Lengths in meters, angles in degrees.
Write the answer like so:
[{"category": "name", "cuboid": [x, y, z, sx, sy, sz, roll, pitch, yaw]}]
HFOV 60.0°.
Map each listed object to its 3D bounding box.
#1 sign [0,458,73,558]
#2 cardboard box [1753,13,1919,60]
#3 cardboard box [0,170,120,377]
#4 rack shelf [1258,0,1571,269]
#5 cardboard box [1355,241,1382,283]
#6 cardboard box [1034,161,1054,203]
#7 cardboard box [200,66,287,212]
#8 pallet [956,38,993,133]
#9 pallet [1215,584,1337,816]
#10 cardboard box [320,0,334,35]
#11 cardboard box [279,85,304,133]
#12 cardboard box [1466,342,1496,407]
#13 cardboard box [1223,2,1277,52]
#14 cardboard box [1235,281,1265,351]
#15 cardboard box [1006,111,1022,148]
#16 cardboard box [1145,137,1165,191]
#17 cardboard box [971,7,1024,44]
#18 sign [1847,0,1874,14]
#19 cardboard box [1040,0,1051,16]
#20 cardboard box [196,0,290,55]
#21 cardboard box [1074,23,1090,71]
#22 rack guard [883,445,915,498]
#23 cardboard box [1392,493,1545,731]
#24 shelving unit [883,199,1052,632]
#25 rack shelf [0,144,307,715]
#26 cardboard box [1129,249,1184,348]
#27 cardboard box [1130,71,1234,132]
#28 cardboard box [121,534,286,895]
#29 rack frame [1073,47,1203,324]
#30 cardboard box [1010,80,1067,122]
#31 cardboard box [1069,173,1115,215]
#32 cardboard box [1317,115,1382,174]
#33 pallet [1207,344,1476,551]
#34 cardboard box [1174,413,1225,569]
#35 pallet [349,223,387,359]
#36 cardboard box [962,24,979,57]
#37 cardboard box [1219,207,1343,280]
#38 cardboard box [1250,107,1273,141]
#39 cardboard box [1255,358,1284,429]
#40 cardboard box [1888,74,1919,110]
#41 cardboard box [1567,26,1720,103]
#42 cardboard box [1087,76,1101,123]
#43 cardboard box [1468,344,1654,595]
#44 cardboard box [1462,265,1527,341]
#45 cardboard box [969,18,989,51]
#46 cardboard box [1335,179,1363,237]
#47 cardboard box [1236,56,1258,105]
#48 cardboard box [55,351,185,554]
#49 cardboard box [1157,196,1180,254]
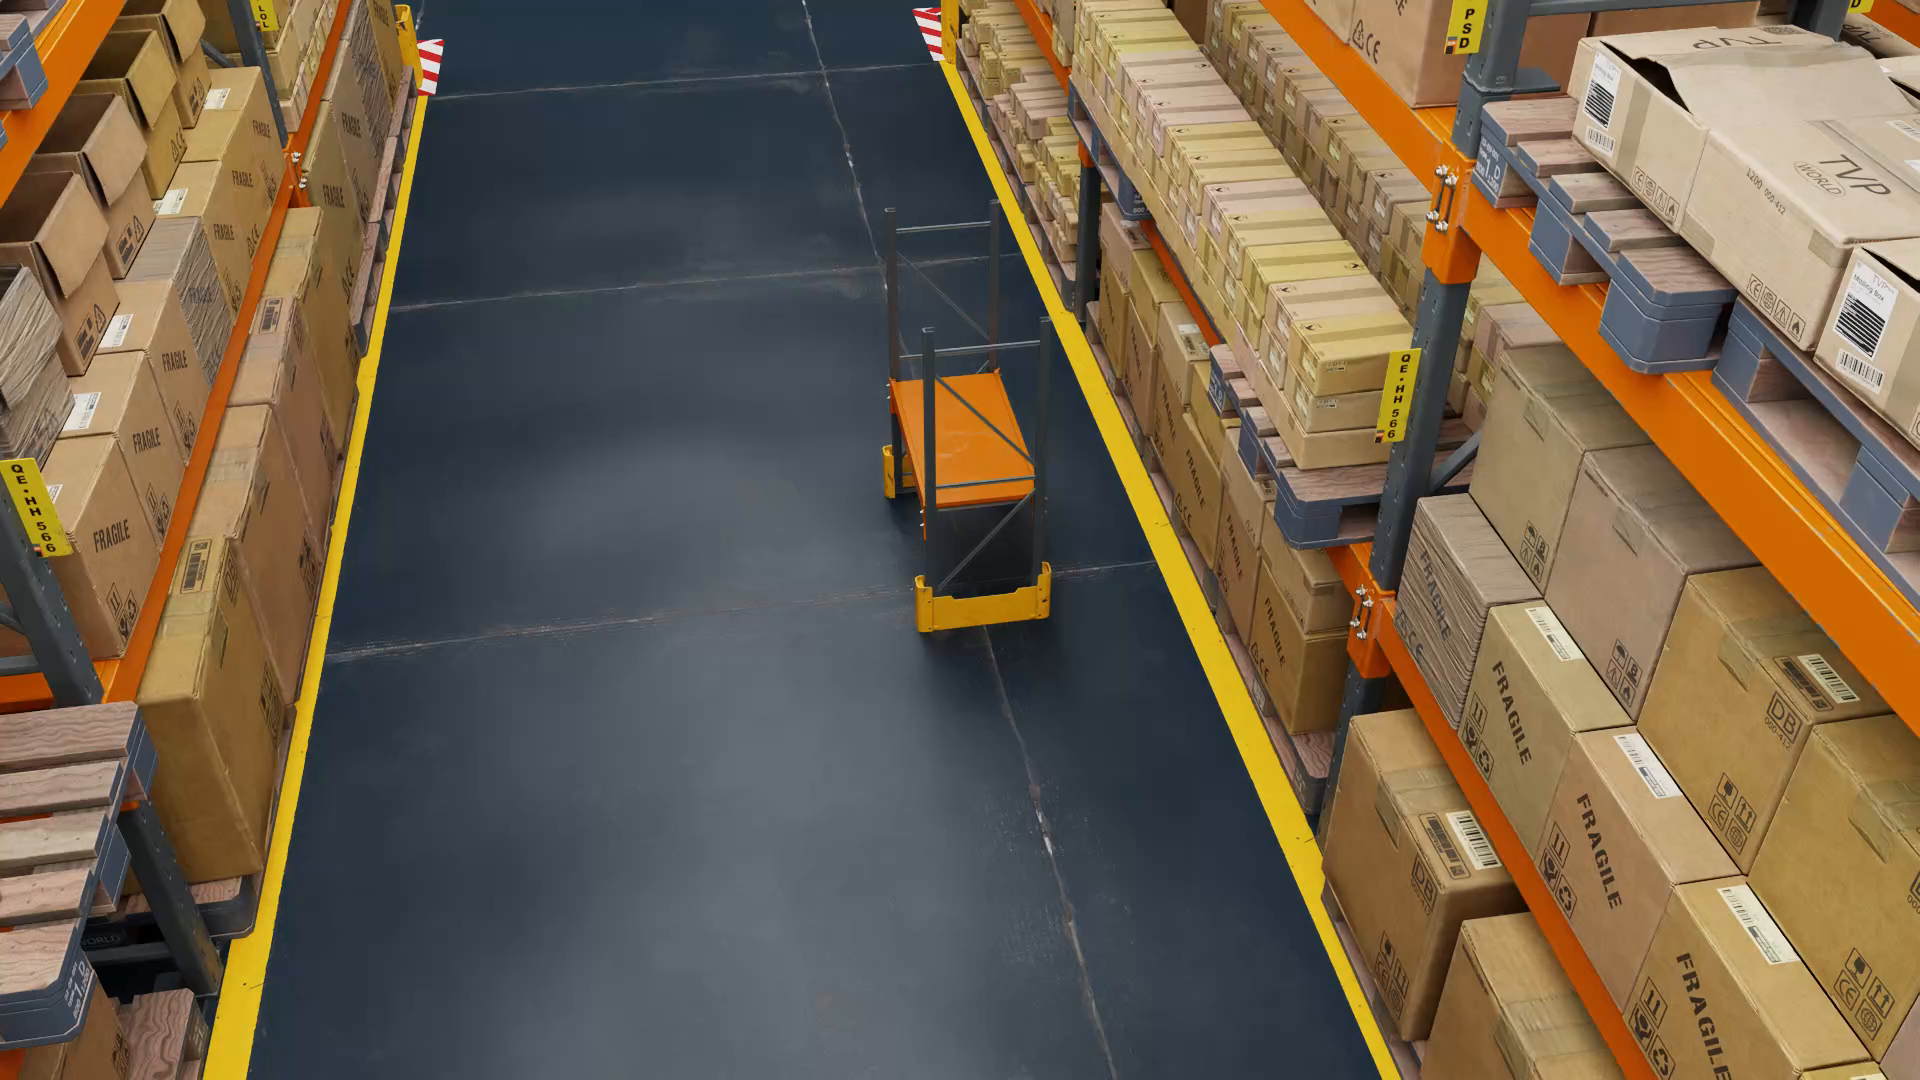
[{"category": "sign", "cuboid": [-2.523, -0.085, 4.535, 0.100, 0.325, 0.005, -6, 38, -8]}, {"category": "cardboard box", "cuboid": [5.837, -3.162, 11.121, 0.875, 0.438, 0.875, -7, 38, -9]}, {"category": "cardboard box", "cuboid": [-3.280, -0.868, 5.523, 0.797, 0.503, 0.637, -5, 38, -7]}, {"category": "rack shelf", "cuboid": [1.494, -2.176, 6.247, 1.077, 0.370, 4.000, -6, 38, -8]}, {"category": "cardboard box", "cuboid": [1.773, -1.074, 6.550, 0.380, 0.149, 0.250, -5, 38, -6]}, {"category": "cardboard box", "cuboid": [0.652, -2.119, 9.771, 0.380, 0.149, 0.250, -7, 38, -10]}, {"category": "cardboard box", "cuboid": [-3.406, -1.797, 7.537, 0.500, 0.500, 0.500, -6, 38, -8]}, {"category": "pallet", "cuboid": [0.563, -3.257, 11.771, 1.003, 0.211, 1.213, -6, 38, -8]}, {"category": "pallet", "cuboid": [1.709, 0.562, 6.855, 1.003, 0.211, 1.213, -6, 38, -8]}, {"category": "cardboard box", "cuboid": [-3.709, -2.909, 9.254, 0.380, 0.149, 0.250, -6, 38, -7]}, {"category": "cardboard box", "cuboid": [-3.482, -2.126, 8.246, 0.380, 0.149, 0.250, -6, 38, -8]}, {"category": "cardboard box", "cuboid": [1.958, -0.565, 5.652, 0.380, 0.149, 0.250, -5, 38, -6]}, {"category": "cardboard box", "cuboid": [1.454, -2.401, 7.773, 0.380, 0.149, 0.250, -7, 38, -9]}, {"category": "cardboard box", "cuboid": [1.213, -0.820, 5.981, 0.380, 0.149, 0.250, -5, 38, -7]}, {"category": "cardboard box", "cuboid": [0.504, -2.655, 10.704, 0.380, 0.149, 0.250, -6, 38, -8]}, {"category": "cardboard box", "cuboid": [0.995, -1.588, 6.969, 0.380, 0.149, 0.250, -7, 38, -9]}, {"category": "cardboard box", "cuboid": [0.285, -3.502, 11.309, 0.380, 0.149, 0.250, -6, 38, -8]}, {"category": "sign", "cuboid": [2.393, -1.542, 4.359, 0.100, 0.325, 0.005, -6, 38, -8]}, {"category": "cardboard box", "cuboid": [0.691, -3.216, 9.120, 0.500, 0.500, 0.500, -7, 38, -9]}, {"category": "cardboard box", "cuboid": [-3.589, -2.682, 8.026, 0.500, 0.500, 0.500, -6, 38, -8]}, {"category": "cardboard box", "cuboid": [0.760, -2.380, 7.988, 0.380, 0.149, 0.250, -6, 38, -7]}, {"category": "rack guard", "cuboid": [-0.074, -0.353, 8.001, 0.587, 0.250, 0.087, -6, 38, -8]}, {"category": "cardboard box", "cuboid": [1.658, 0.194, 4.974, 0.500, 0.500, 0.500, -6, 38, -7]}, {"category": "shelving unit", "cuboid": [0.013, -0.546, 7.231, 0.587, 1.500, 1.083, -6, 38, -8]}, {"category": "rack shelf", "cuboid": [-3.406, -0.519, 6.559, 1.077, 0.370, 4.000, -6, 38, -8]}, {"category": "cardboard box", "cuboid": [1.109, -1.162, 7.884, 0.500, 0.250, 0.500, -5, 38, -7]}, {"category": "cardboard box", "cuboid": [0.944, -1.869, 7.088, 0.380, 0.149, 0.250, -7, 38, -8]}, {"category": "cardboard box", "cuboid": [-3.156, 0.660, 5.846, 1.225, 0.875, 0.875, -8, 39, -10]}, {"category": "rack frame", "cuboid": [1.144, -2.483, 8.501, 1.000, 3.000, 0.127, -6, 38, -8]}, {"category": "cardboard box", "cuboid": [0.524, -2.725, 10.309, 0.380, 0.149, 0.250, -8, 38, -10]}, {"category": "cardboard box", "cuboid": [0.825, -1.945, 9.305, 0.380, 0.149, 0.250, -5, 38, -7]}, {"category": "cardboard box", "cuboid": [1.683, -1.613, 6.759, 0.380, 0.149, 0.250, -7, 38, -9]}, {"category": "pallet", "cuboid": [1.615, -0.410, 5.990, 1.213, 0.211, 1.003, -6, 38, -8]}, {"category": "cardboard box", "cuboid": [1.276, -0.247, 7.318, 0.500, 0.500, 0.500, -8, 39, -10]}, {"category": "pallet", "cuboid": [-3.813, -1.377, 9.351, 1.003, 0.211, 1.213, -6, 38, -8]}, {"category": "cardboard box", "cuboid": [0.219, -3.588, 11.905, 0.380, 0.149, 0.250, -5, 38, -7]}, {"category": "cardboard box", "cuboid": [1.170, -1.086, 6.081, 0.380, 0.149, 0.250, -5, 38, -7]}, {"category": "cardboard box", "cuboid": [1.540, -1.872, 7.577, 0.380, 0.149, 0.250, -8, 39, -10]}, {"category": "cardboard box", "cuboid": [1.264, -0.532, 5.853, 0.380, 0.149, 0.250, -6, 38, -8]}, {"category": "cardboard box", "cuboid": [2.324, -0.823, 3.568, 0.500, 0.311, 0.500, -6, 38, -8]}, {"category": "cardboard box", "cuboid": [1.746, -1.139, 4.107, 0.380, 0.149, 0.250, -8, 38, -10]}, {"category": "cardboard box", "cuboid": [0.814, -2.095, 7.865, 0.380, 0.149, 0.250, -6, 38, -7]}, {"category": "cardboard box", "cuboid": [1.914, -0.229, 4.704, 0.700, 0.500, 0.500, -6, 38, -8]}, {"category": "cardboard box", "cuboid": [1.905, -0.831, 5.752, 0.380, 0.149, 0.250, -7, 38, -9]}, {"category": "cardboard box", "cuboid": [0.274, -3.541, 11.602, 0.380, 0.149, 0.250, -6, 38, -8]}, {"category": "cardboard box", "cuboid": [1.731, -1.342, 6.653, 0.380, 0.149, 0.250, -7, 38, -8]}, {"category": "cardboard box", "cuboid": [1.496, -2.139, 7.678, 0.380, 0.149, 0.250, -5, 38, -6]}, {"category": "cardboard box", "cuboid": [-2.966, -0.268, 5.569, 0.500, 0.500, 0.500, -7, 38, -9]}, {"category": "cardboard box", "cuboid": [1.035, -1.322, 6.869, 0.380, 0.149, 0.250, -8, 39, -10]}]
